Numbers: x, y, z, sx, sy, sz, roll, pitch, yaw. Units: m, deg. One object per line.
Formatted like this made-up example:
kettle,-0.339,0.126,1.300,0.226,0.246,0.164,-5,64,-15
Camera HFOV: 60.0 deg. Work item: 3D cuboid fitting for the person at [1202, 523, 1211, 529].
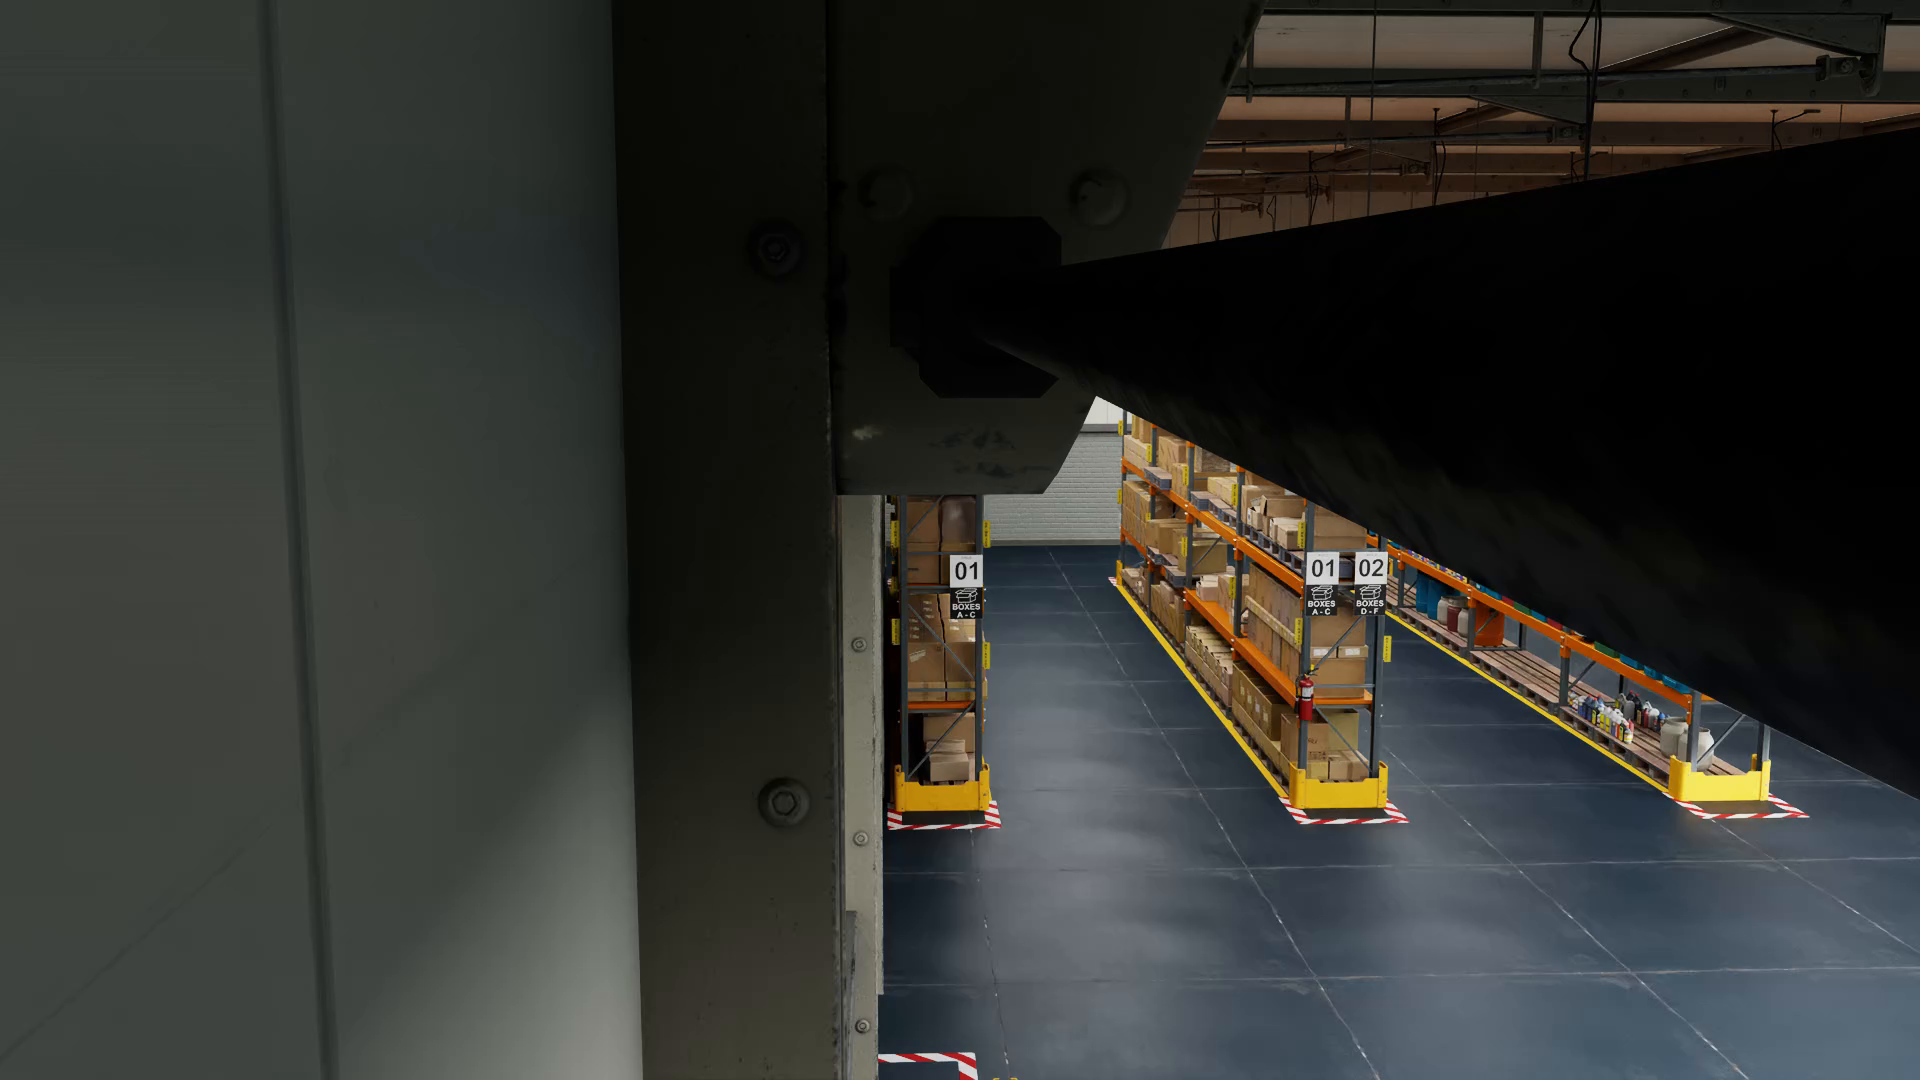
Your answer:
person,5.558,0.145,36.528,0.625,1.653,0.855,-6,10,-36
